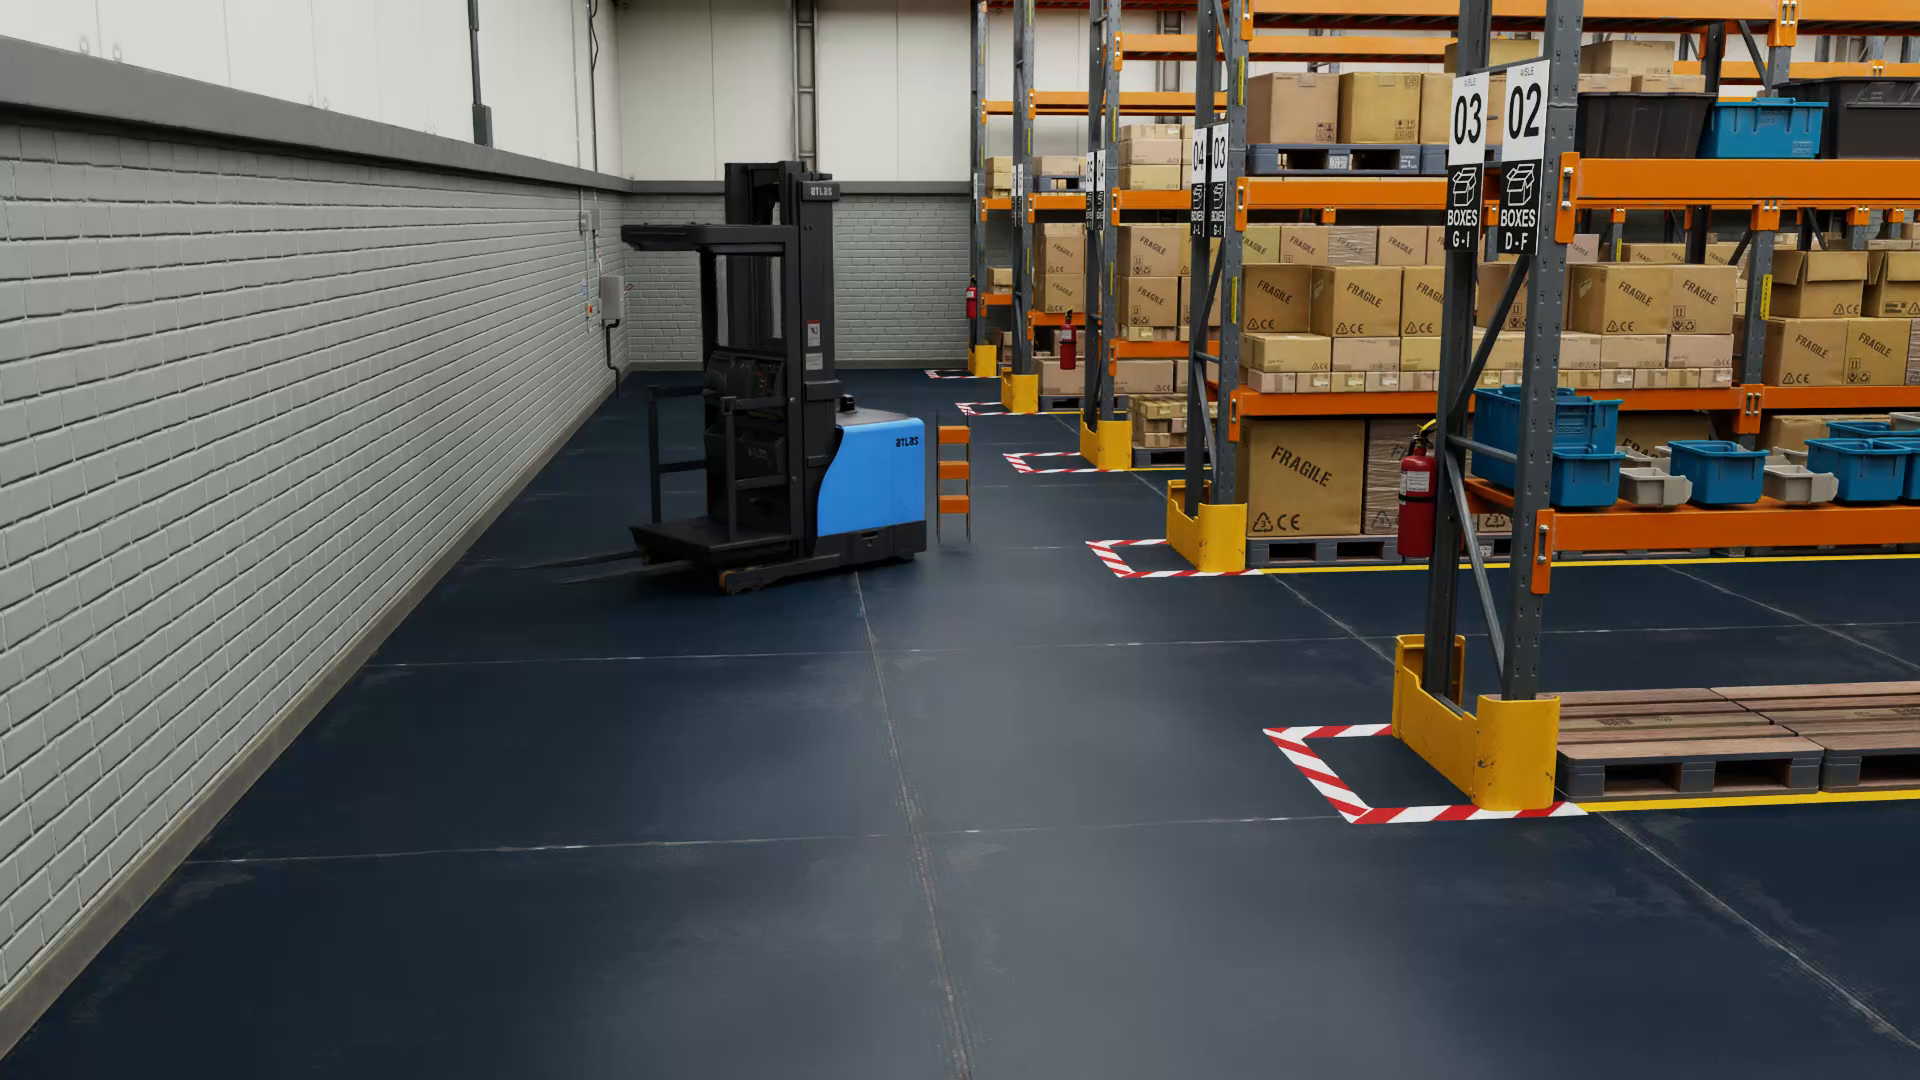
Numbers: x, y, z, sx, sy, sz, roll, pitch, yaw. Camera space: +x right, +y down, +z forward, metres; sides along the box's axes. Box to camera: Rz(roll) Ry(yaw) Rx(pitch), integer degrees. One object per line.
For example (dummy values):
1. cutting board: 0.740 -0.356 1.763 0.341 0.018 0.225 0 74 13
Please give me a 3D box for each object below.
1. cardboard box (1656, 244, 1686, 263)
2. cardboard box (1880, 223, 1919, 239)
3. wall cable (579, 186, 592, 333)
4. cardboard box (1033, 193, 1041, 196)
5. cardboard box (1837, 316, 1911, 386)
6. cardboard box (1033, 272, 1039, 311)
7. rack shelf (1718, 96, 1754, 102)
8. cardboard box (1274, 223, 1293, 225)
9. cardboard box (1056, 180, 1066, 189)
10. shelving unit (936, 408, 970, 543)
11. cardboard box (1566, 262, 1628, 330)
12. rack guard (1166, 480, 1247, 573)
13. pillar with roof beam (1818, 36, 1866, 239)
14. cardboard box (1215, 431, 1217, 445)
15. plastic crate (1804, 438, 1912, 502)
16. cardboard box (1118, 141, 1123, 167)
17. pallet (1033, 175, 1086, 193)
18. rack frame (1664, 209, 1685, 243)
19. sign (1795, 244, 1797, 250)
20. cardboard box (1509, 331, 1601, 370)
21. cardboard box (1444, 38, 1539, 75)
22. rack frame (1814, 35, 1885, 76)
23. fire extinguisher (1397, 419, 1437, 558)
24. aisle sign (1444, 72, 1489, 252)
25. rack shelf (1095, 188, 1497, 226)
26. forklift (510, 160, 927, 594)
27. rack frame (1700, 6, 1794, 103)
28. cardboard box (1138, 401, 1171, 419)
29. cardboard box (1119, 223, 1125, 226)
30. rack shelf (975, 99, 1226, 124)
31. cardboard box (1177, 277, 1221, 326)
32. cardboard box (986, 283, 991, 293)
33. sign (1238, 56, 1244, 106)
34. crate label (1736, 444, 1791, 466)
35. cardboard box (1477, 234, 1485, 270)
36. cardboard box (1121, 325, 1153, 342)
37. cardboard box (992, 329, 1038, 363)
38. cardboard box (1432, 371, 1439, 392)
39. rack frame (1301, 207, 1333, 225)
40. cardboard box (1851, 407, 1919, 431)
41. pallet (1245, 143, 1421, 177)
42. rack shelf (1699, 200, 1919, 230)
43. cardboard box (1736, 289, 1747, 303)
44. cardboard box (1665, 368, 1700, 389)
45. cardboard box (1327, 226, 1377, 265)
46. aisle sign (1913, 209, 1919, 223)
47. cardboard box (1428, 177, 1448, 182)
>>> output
1. cardboard box: 9.764 -3.792 22.763 0.500 0.500 0.500 -1 11 -3
2. cardboard box: 13.212 -4.151 23.082 0.500 0.500 0.700 -1 11 -7
3. wall cable: -4.782 -3.639 21.389 0.123 1.953 0.585 -1 11 -6
4. cardboard box: 1.138 -5.522 26.558 0.250 0.149 0.380 -1 11 -6
5. cardboard box: 6.852 -1.452 12.717 0.500 0.500 0.500 -1 11 -6
6. cardboard box: 1.272 -3.357 22.410 0.500 0.500 0.500 -1 11 -6
7. rack shelf: 10.763 -5.850 22.699 4.000 0.370 1.077 -1 11 -6
8. cardboard box: 4.252 -4.137 22.100 0.250 0.149 0.380 -1 11 -5
9. cardboard box: 1.765 -5.723 26.545 0.500 0.250 0.500 -2 11 -8
10. shelving unit: -0.053 -0.514 13.261 0.252 1.050 0.215 -1 11 -6
11. cardboard box: 4.874 -1.901 12.935 0.500 0.500 0.500 -1 11 -6
12. rack guard: 1.867 -0.120 12.682 0.348 0.500 1.175 -1 11 -6
13. pillar with roof beam: 15.863 -6.809 24.675 0.548 9.000 9.100 -1 11 -6
14. cardboard box: 2.775 -1.069 17.331 0.250 0.149 0.380 -1 11 -5
15. plastic crate: 4.016 -0.314 7.467 0.300 0.233 0.416 -1 11 -6
16. cardboard box: 1.886 -4.002 17.266 0.500 0.250 0.500 -2 11 -8
17. pallet: 1.557 -4.693 21.918 1.213 0.211 1.003 -1 11 -6
18. rack frame: 12.211 -4.449 28.223 0.127 3.000 1.000 -1 11 -6
19. sign: 9.346 -3.141 18.569 0.005 0.325 0.100 -1 11 -6
20. cardboard box: 4.436 -1.421 12.439 0.500 0.250 0.500 -1 11 -5
21. cardboard box: 3.900 -3.531 12.226 0.500 0.250 0.500 -2 11 -8
22. rack frame: 9.409 -5.411 17.561 0.127 3.000 1.000 -1 11 -6
23. fire extinguisher: 2.227 -0.260 8.083 0.183 0.674 0.296 -1 11 -6
24. aisle sign: 2.323 -1.727 7.639 0.004 0.787 0.394 -1 11 -6
25. rack shelf: 3.444 -3.461 17.284 4.000 0.370 1.077 -1 11 -6
26. forklift: -1.694 -1.176 11.750 3.031 2.935 1.130 -10 15 -40
27. rack frame: 5.868 -4.374 12.288 0.127 3.000 1.000 -1 11 -6
28. cardboard box: 2.014 -1.345 17.194 0.250 0.149 0.380 -2 11 -9
29. cardboard box: 1.987 -4.071 21.768 0.250 0.149 0.380 -2 11 -8
30. rack shelf: 2.270 -6.830 26.655 4.000 0.370 1.077 -1 11 -6
31. cardboard box: 2.462 -2.468 17.114 0.500 0.500 0.500 -1 11 -6
32. cardboard box: 0.582 -4.134 27.273 0.250 0.149 0.380 -1 11 -7
33. sign: 1.945 -3.180 11.520 0.005 0.325 0.100 -1 11 -6
34. crate label: 3.781 -0.363 7.964 0.243 0.136 0.396 -1 11 -6
35. cardboard box: 6.781 -3.862 22.387 0.500 0.500 0.500 -1 11 -7
36. cardboard box: 1.813 -2.121 17.031 0.250 0.149 0.380 -1 11 -7
37. cardboard box: 0.900 -3.175 27.125 0.637 0.503 0.797 -2 11 -8
38. cardboard box: 3.558 -1.195 12.322 0.250 0.149 0.380 -1 11 -7
39. rack frame: 4.798 -3.331 22.534 0.127 3.000 1.000 -1 11 -6
40. cardboard box: 7.390 -0.630 13.214 0.875 0.875 1.225 -2 11 -8
41. pallet: 2.628 -2.793 12.251 1.213 0.211 1.003 -1 11 -6
42. rack shelf: 7.856 -2.591 12.859 4.000 0.370 1.077 -1 11 -6
43. cardboard box: 8.192 -2.581 17.512 0.250 0.149 0.380 -1 11 -6
44. cardboard box: 5.344 -1.232 12.512 0.250 0.149 0.380 -1 11 -5
45. cardboard box: 3.971 -2.988 17.167 0.500 0.500 0.500 -1 11 -5
46. aisle sign: 16.285 -5.753 28.117 0.004 0.787 0.394 -1 11 -6
47. cardboard box: 4.974 -3.720 17.126 0.500 0.250 0.500 -1 11 -5
